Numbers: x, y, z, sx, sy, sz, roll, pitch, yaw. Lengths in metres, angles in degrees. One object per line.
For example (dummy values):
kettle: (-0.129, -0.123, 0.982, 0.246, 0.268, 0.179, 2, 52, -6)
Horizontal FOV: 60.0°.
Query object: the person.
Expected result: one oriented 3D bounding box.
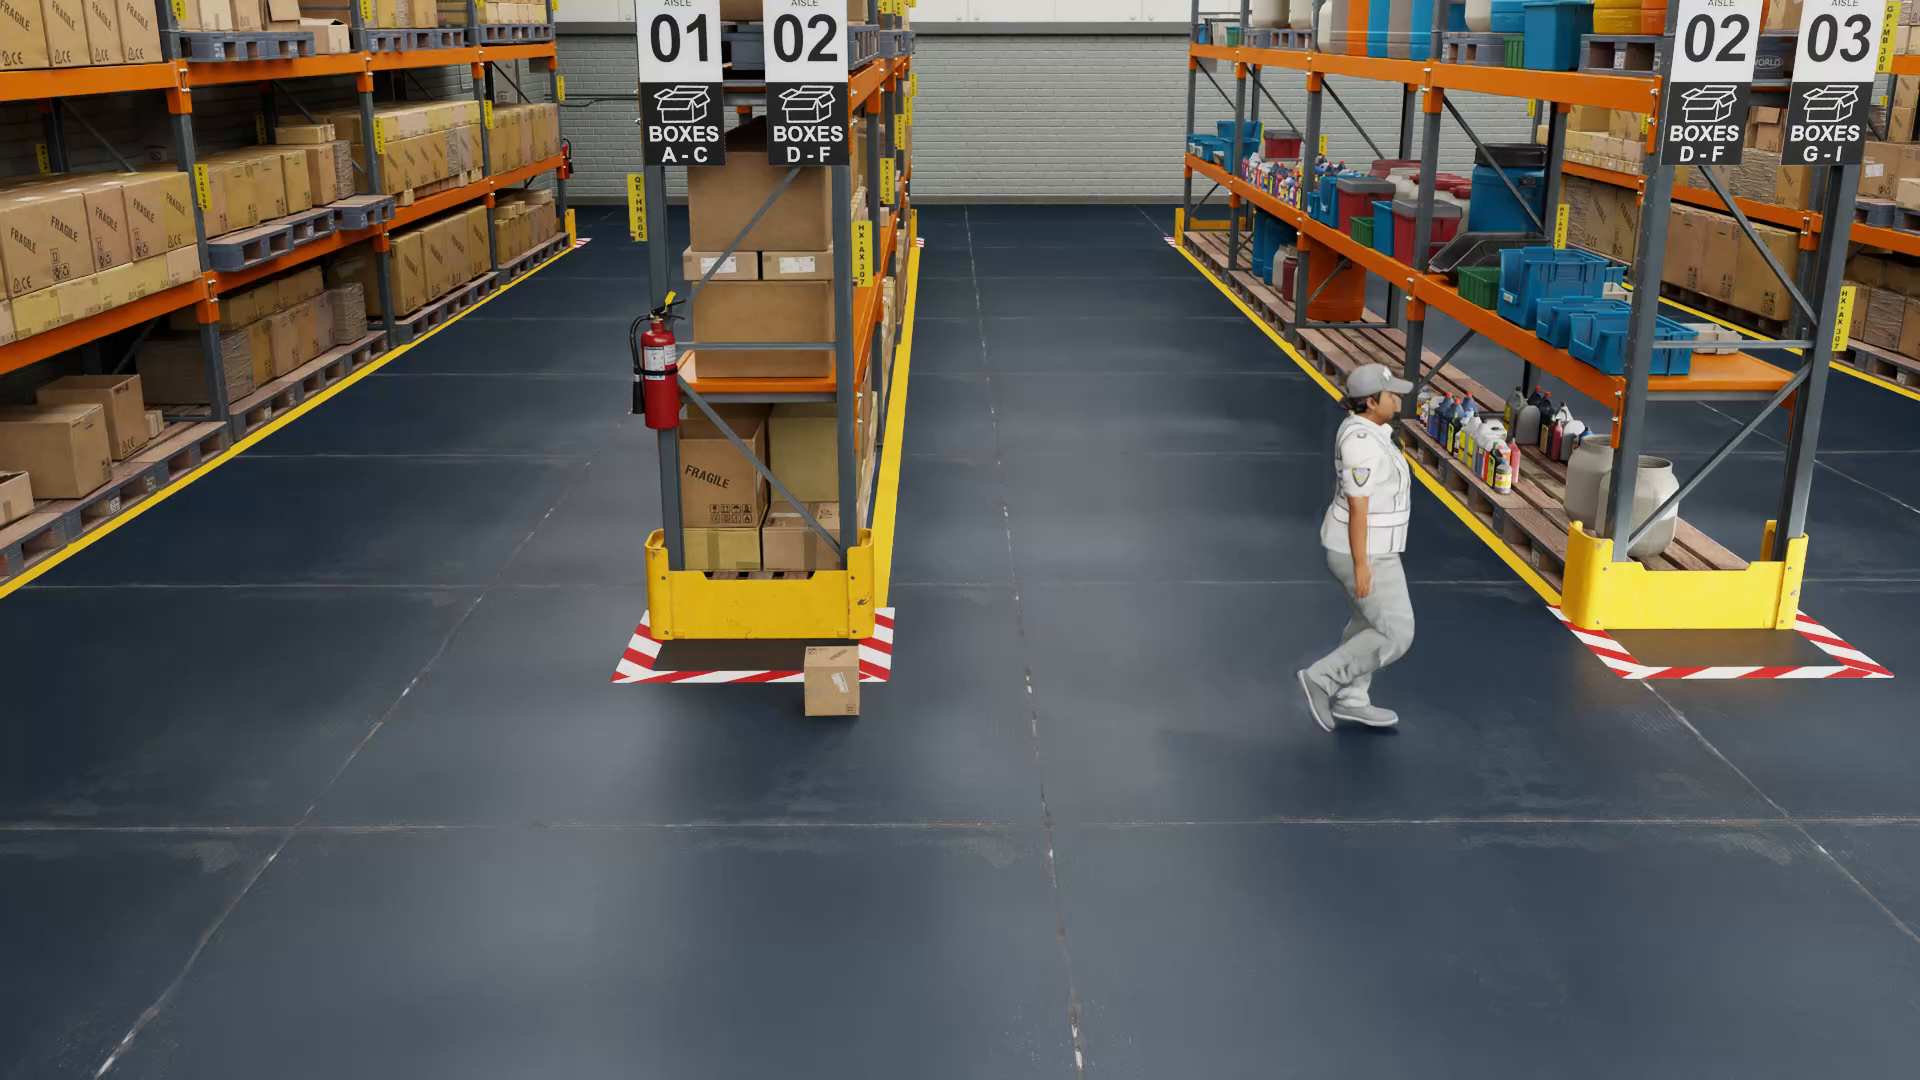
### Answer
person: (1.764, 0.044, 7.307, 0.482, 1.656, 0.496, 3, 18, 11)
